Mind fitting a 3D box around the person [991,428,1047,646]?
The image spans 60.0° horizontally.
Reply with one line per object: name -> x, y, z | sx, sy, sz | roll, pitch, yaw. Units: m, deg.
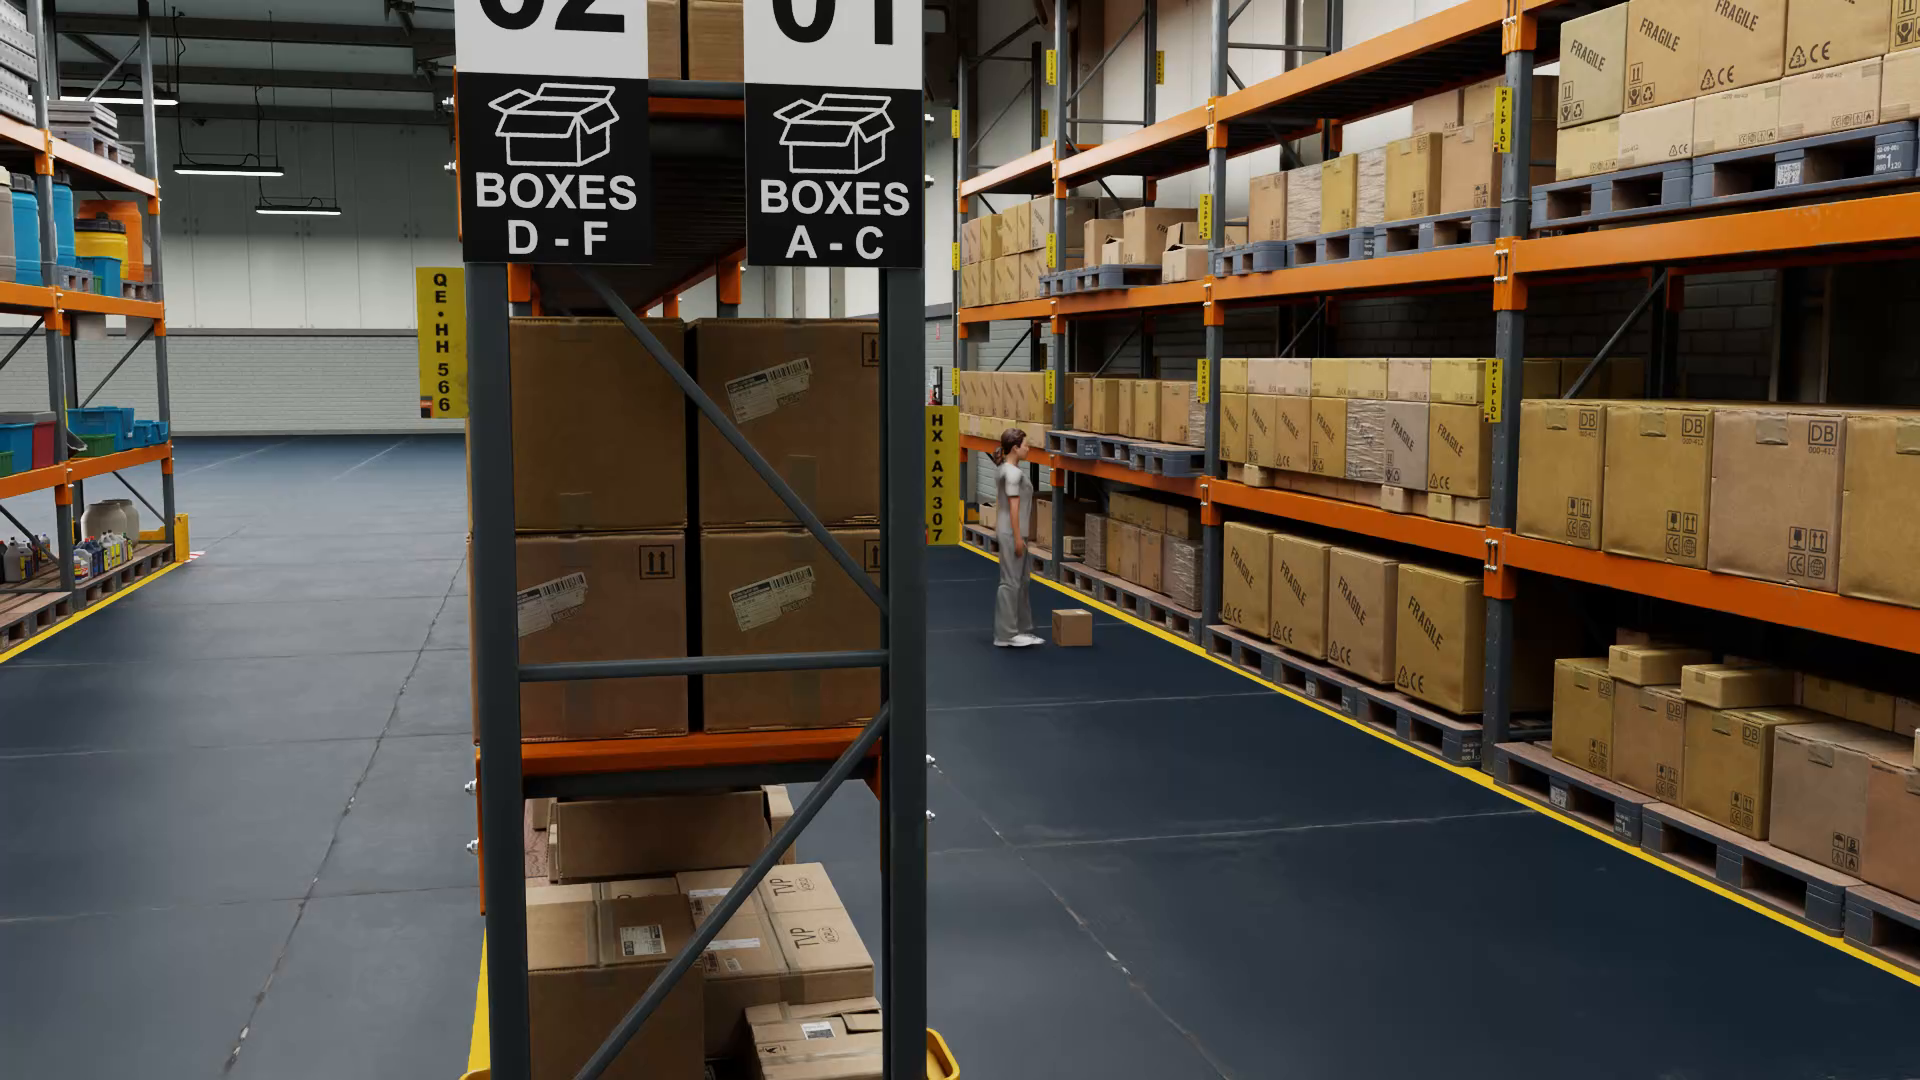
person -> 0.464, 0.000, 12.760 | 0.465, 1.713, 0.474 | -1, 6, -5
